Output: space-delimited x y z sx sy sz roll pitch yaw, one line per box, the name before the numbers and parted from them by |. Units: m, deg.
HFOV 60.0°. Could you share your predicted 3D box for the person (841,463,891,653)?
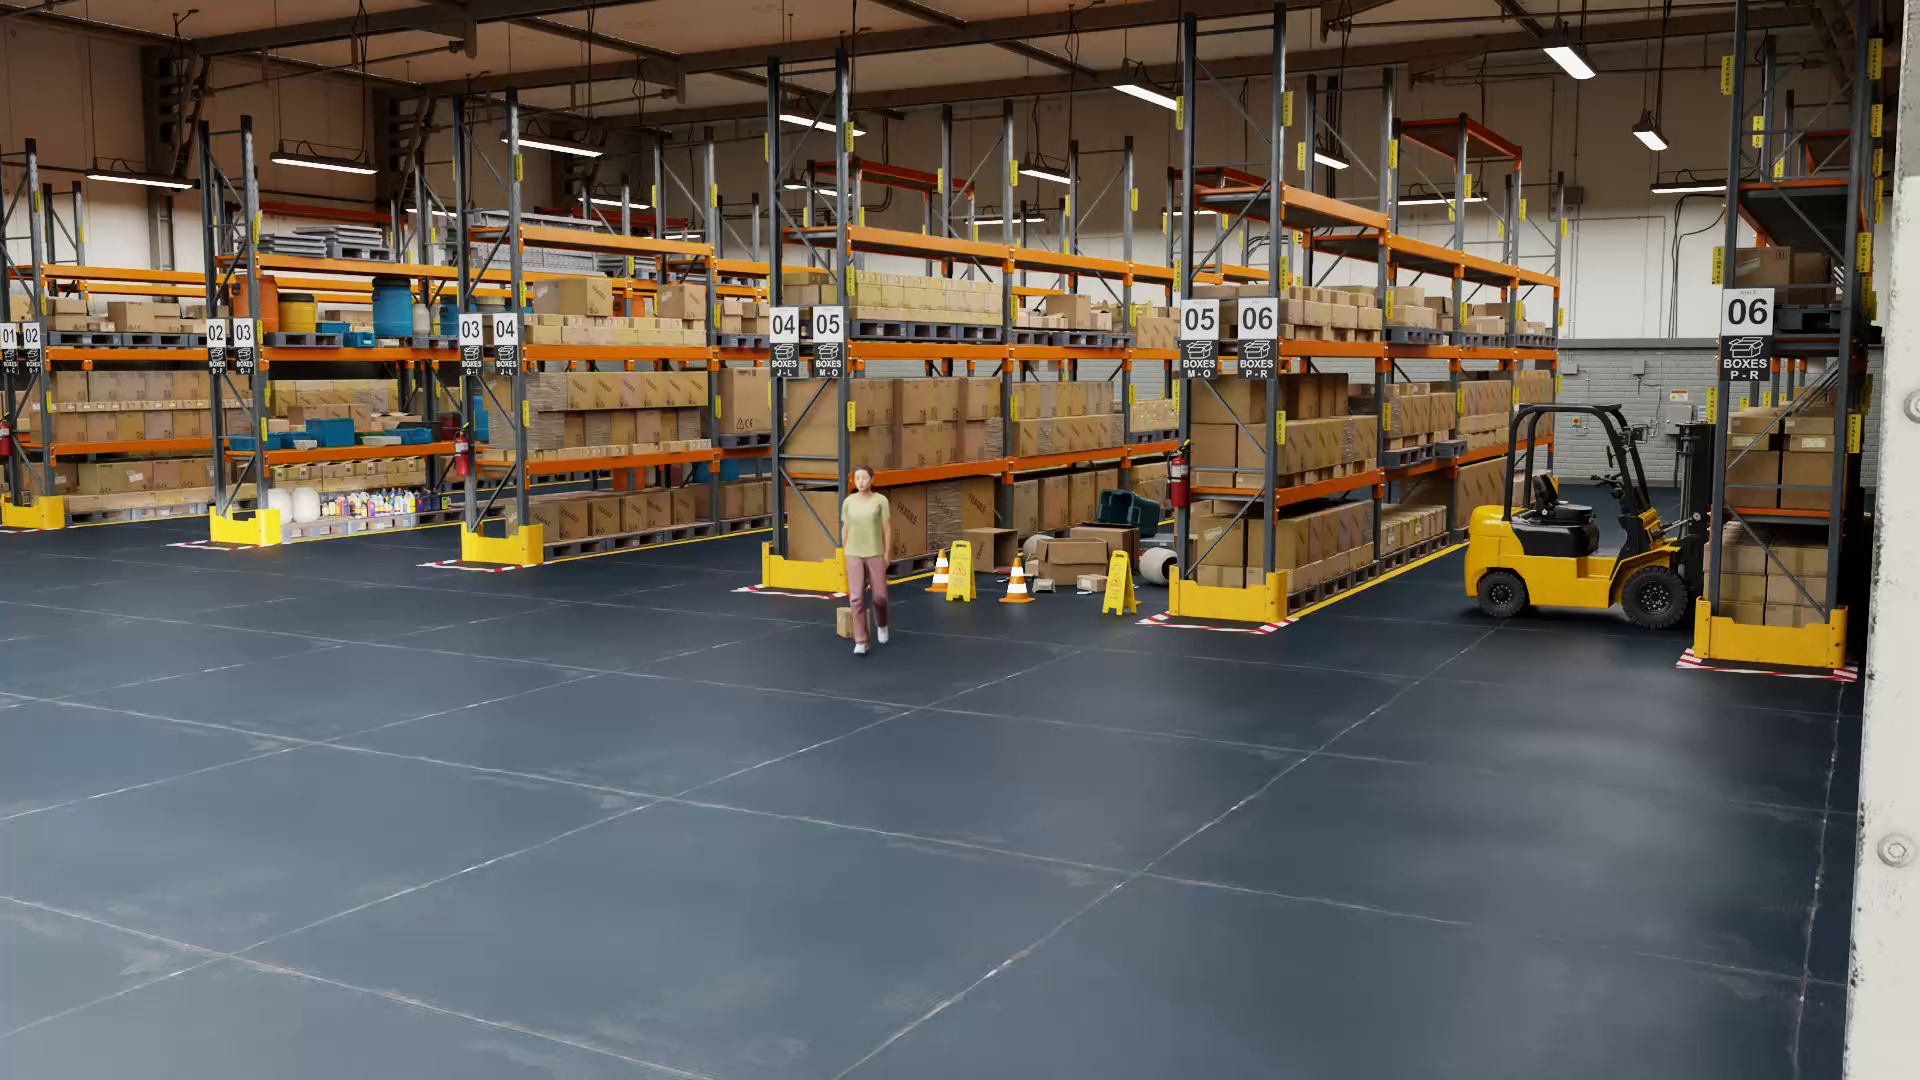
person | -0.831 0.150 14.705 0.446 1.657 0.583 0 6 5
